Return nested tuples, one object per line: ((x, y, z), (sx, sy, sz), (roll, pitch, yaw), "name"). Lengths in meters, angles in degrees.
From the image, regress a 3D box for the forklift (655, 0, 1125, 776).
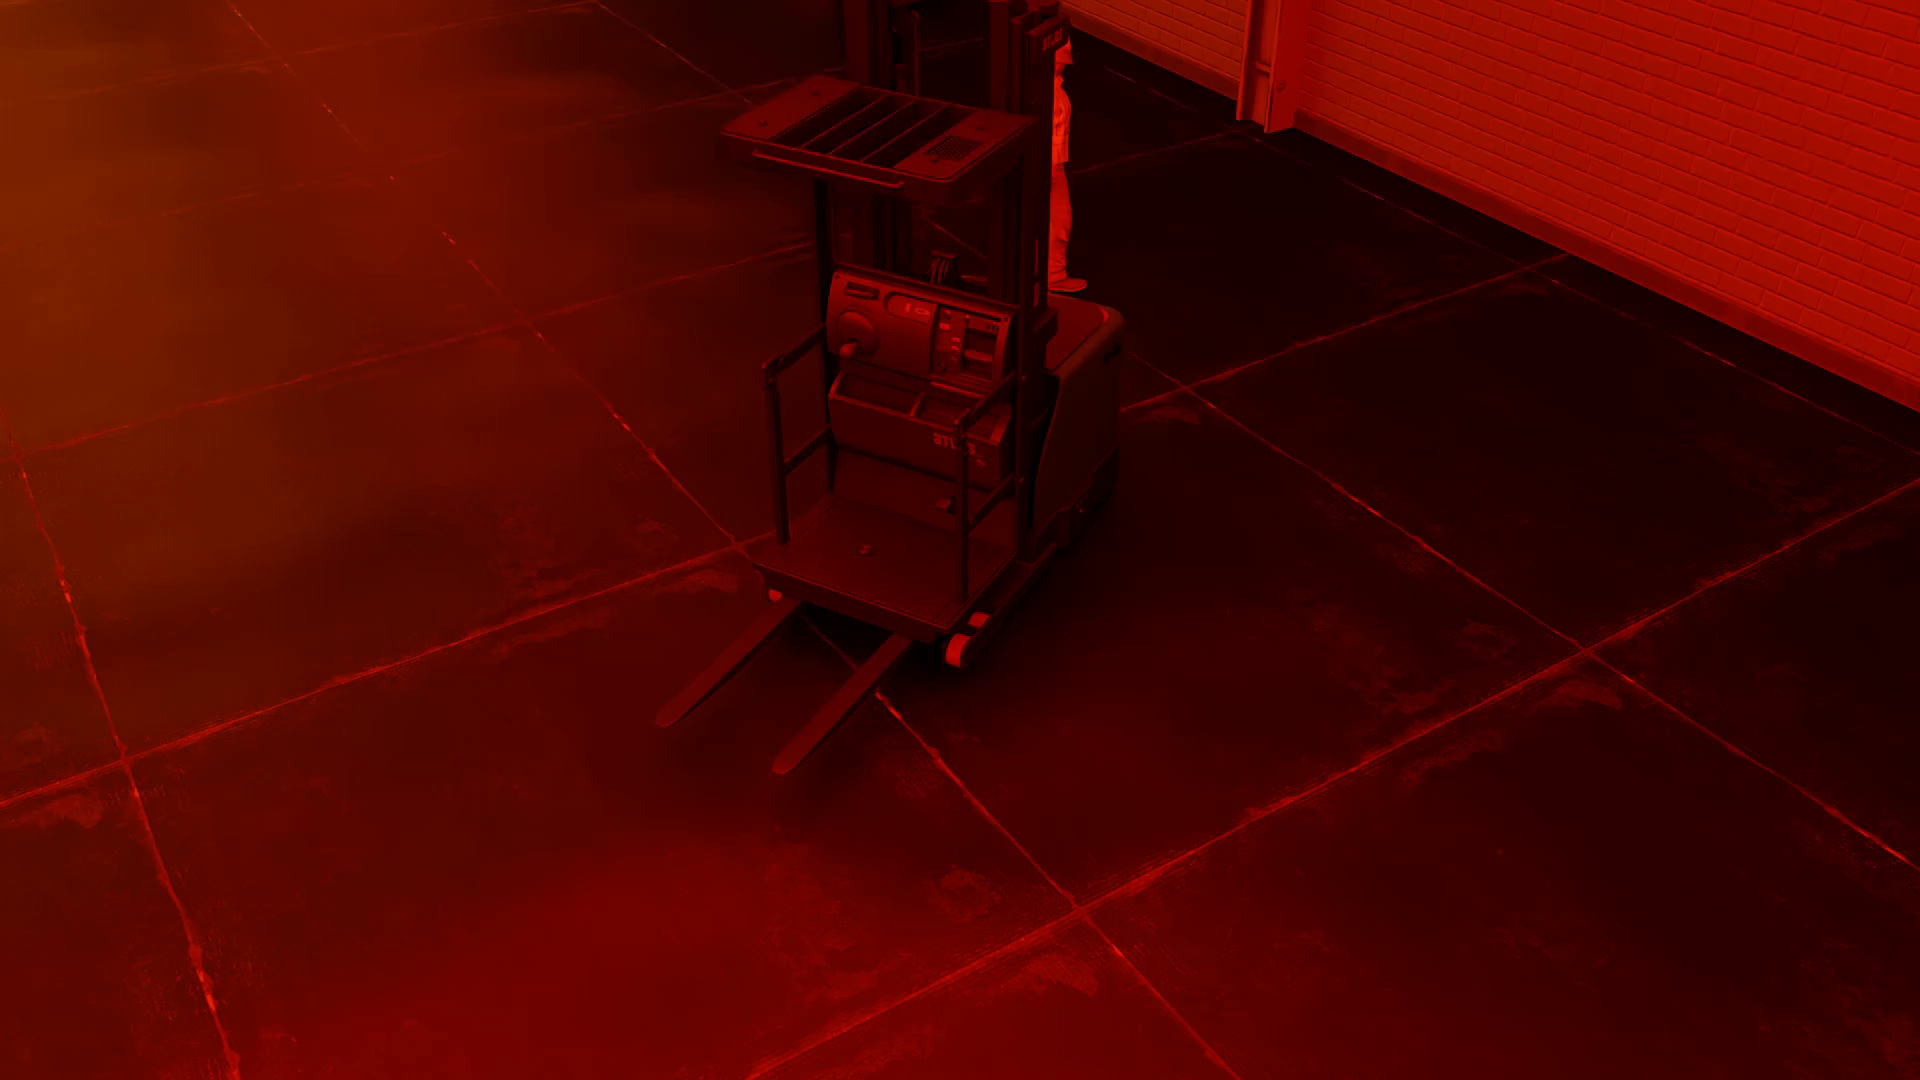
((-0.296, -0.892, 7.418), (1.130, 2.935, 3.031), (18, 39, 23), "forklift")

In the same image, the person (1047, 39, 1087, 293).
((0.592, -2.443, 10.748), (0.512, 1.646, 0.686), (0, 35, 0), "person")
